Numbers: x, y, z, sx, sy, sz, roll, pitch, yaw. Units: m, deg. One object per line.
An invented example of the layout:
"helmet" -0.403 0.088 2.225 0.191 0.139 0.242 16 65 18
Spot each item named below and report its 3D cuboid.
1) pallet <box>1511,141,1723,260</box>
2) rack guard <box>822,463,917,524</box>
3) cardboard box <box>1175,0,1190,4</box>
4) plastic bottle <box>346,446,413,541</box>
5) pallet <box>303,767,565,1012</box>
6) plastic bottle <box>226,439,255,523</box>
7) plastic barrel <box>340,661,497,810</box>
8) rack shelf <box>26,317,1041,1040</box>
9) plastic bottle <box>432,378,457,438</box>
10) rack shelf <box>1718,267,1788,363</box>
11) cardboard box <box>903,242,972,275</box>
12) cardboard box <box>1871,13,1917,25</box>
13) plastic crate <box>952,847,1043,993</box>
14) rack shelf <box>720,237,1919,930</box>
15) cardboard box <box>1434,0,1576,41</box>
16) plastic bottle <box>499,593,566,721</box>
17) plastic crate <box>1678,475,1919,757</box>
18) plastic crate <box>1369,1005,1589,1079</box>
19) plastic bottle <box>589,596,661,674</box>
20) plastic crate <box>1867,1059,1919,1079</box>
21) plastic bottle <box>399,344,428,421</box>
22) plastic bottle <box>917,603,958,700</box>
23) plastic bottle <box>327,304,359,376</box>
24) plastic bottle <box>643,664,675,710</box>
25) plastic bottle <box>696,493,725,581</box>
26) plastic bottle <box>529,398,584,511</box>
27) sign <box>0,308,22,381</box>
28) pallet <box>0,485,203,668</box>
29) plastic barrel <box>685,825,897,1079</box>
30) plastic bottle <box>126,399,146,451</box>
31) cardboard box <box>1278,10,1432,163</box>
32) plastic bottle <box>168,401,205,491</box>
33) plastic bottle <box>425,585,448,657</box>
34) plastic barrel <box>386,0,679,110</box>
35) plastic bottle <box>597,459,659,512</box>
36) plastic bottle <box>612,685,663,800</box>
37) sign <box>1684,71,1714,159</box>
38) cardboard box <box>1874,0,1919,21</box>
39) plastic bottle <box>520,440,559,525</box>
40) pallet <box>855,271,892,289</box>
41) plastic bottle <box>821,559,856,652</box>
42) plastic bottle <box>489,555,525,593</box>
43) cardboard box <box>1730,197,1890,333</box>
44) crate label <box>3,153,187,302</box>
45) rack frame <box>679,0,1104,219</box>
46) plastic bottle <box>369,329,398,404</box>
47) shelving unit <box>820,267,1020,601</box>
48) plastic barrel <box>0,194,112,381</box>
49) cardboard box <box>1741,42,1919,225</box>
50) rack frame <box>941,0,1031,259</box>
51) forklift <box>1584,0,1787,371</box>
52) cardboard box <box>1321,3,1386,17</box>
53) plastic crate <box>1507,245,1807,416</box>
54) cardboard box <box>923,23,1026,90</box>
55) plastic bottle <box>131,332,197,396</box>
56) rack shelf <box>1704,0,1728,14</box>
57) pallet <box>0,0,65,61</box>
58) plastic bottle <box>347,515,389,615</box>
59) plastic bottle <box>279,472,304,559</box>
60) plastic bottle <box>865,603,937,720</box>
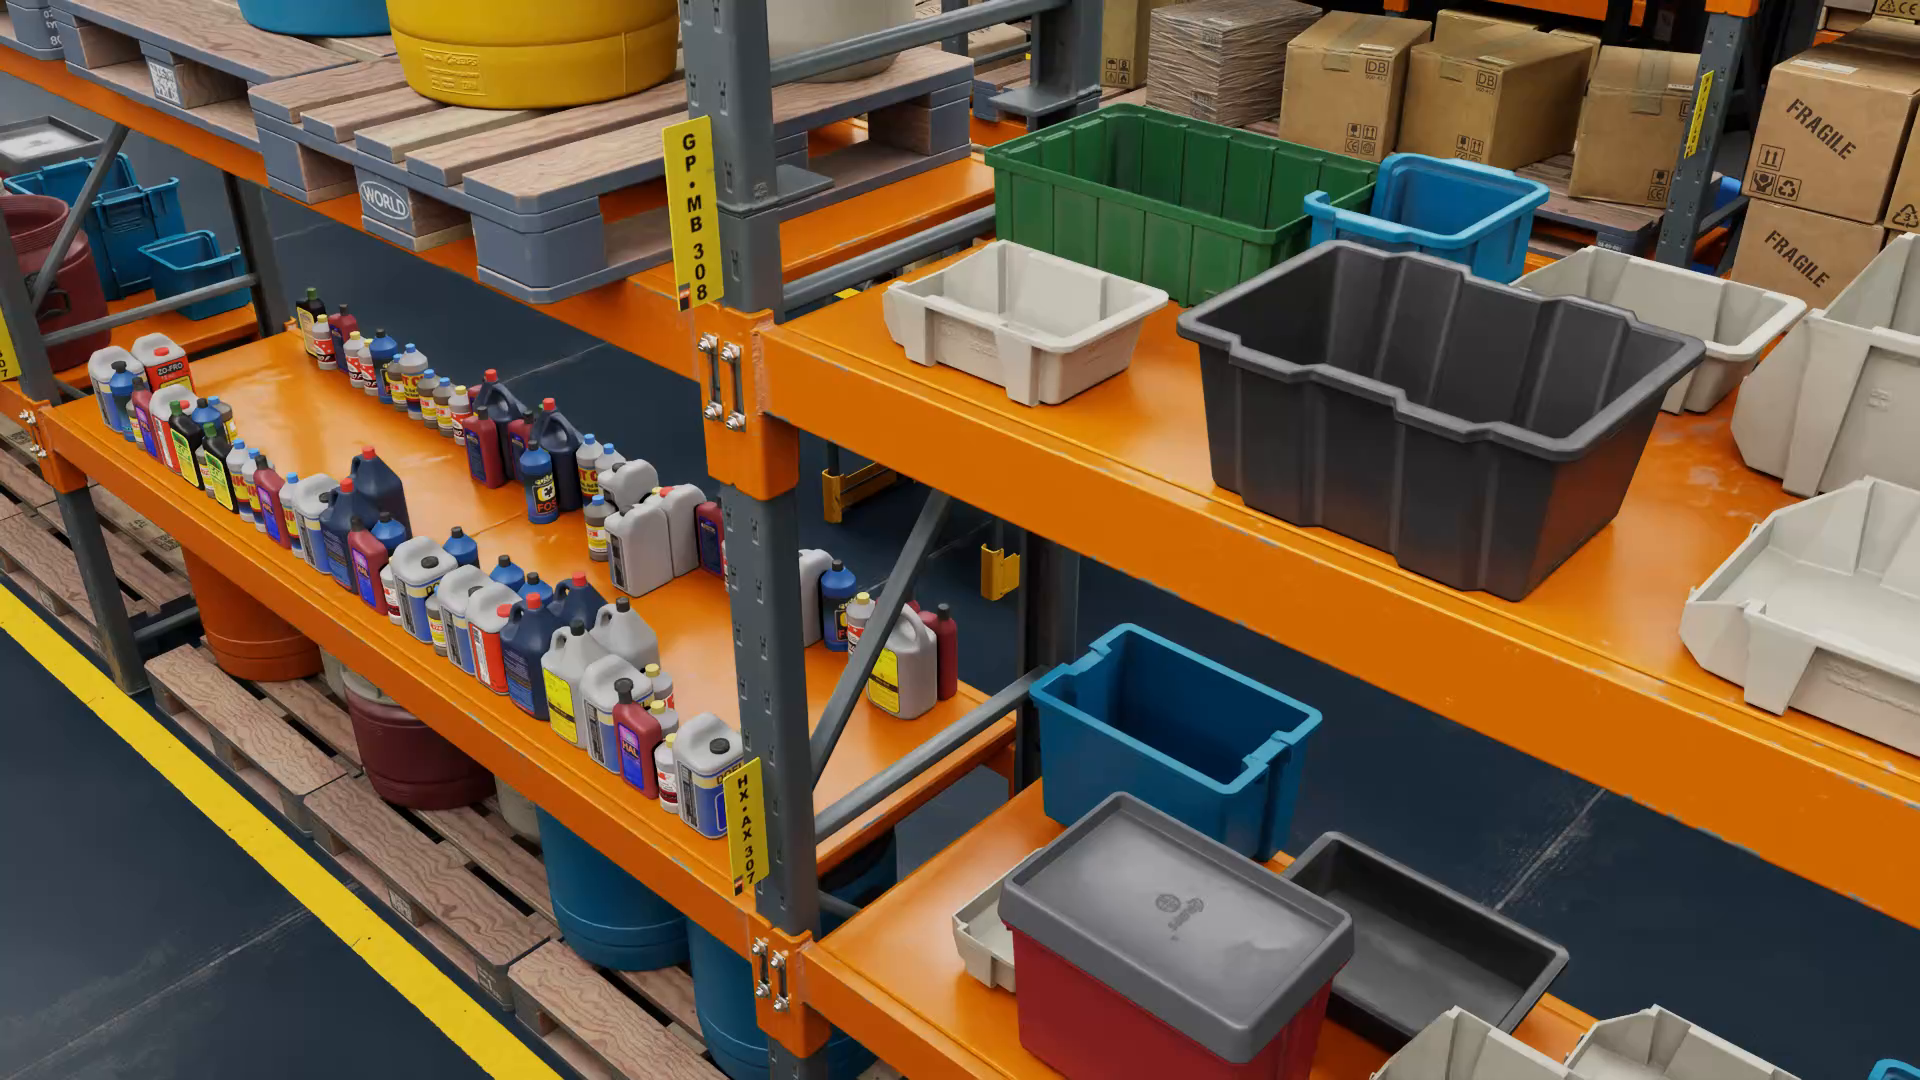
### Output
"pallet" 2.723 -1.605 7.694 1.213 0.211 1.003 25 39 35
"rack guard" -0.426 -0.306 8.016 0.087 0.250 0.587 25 39 35
"cardboard box" 1.957 -4.551 14.398 0.500 0.500 0.700 26 39 36
"plastic bottle" -1.800 -0.134 5.112 0.185 0.351 0.144 25 39 35
"pallet" -1.538 1.013 5.862 1.213 0.211 1.003 25 39 35
"plastic bottle" -2.266 -0.195 5.291 0.097 0.271 0.097 0 31 0
"plastic barrel" -1.839 0.546 5.865 0.708 0.588 0.600 25 39 35
"rack shelf" -1.568 0.140 5.307 4.000 0.370 1.077 25 39 35
"plastic bottle" -1.787 -0.470 5.814 0.097 0.201 0.097 0 31 0
"rack shelf" 4.725 -0.369 6.151 4.000 0.370 1.077 25 39 35
"cardboard box" -0.278 -1.844 10.164 0.500 0.250 0.500 26 40 36
"cardboard box" 5.919 -3.253 10.469 0.250 0.149 0.380 26 40 36
"plastic crate" 0.164 0.827 3.666 0.243 0.136 0.396 25 39 35
"rack shelf" 1.398 0.239 2.234 4.000 0.370 1.077 25 39 35
"cardboard box" 4.055 -3.603 12.504 0.750 0.750 0.750 24 39 34
"plastic bottle" -1.123 0.288 4.411 0.185 0.351 0.144 25 39 35
"plastic crate" 1.182 0.116 1.997 0.530 0.136 0.437 25 39 35
"plastic crate" 0.924 1.148 2.992 0.530 0.282 0.437 25 39 35
"plastic bottle" -0.889 0.297 4.396 0.185 0.351 0.144 25 39 35
"plastic crate" 1.720 1.183 2.980 0.300 0.233 0.416 25 39 35
"plastic bottle" -1.931 -0.567 5.908 0.097 0.271 0.097 0 31 0
"plastic bottle" -0.070 0.284 4.483 0.133 0.283 0.061 25 39 35
"plastic bottle" -2.293 -0.754 6.207 0.133 0.283 0.061 25 39 35
"plastic bottle" -0.795 0.416 4.344 0.097 0.201 0.097 0 31 0
"plastic bottle" -0.729 -0.024 4.994 0.133 0.283 0.061 25 39 35
"plastic bottle" -1.291 -0.286 5.364 0.185 0.351 0.144 25 39 35
"sign" -3.415 -0.718 5.875 0.005 0.325 0.100 25 39 35
"pallet" -3.599 0.051 7.460 1.213 0.211 1.003 25 39 35
"plastic barrel" -0.477 1.048 4.728 0.708 0.901 0.600 25 39 35
"plastic bottle" -2.807 -0.418 5.728 0.097 0.201 0.097 0 31 0
"cardboard box" 1.890 -2.180 7.958 0.500 0.500 0.700 15 34 23
"plastic bottle" -2.535 -0.313 5.475 0.133 0.283 0.061 25 39 35
"plastic bottle" -1.443 0.219 4.671 0.097 0.201 0.097 0 31 0
"plastic barrel" -0.898 -1.260 3.437 0.600 0.588 0.600 0 31 0
"plastic bottle" -1.031 -0.130 5.177 0.135 0.276 0.152 25 39 35
"plastic bottle" -0.796 0.498 4.127 0.133 0.283 0.061 25 39 35
"sign" 2.872 -1.652 6.462 0.005 0.325 0.100 25 39 35
"cardboard box" 6.052 -3.507 10.262 0.500 0.500 0.500 24 39 34
"plastic bottle" -1.340 -0.190 5.283 0.097 0.271 0.097 0 31 0
"pallet" -0.308 -1.859 10.633 1.213 0.211 1.003 25 39 35
"plastic bottle" -0.339 0.176 4.674 0.097 0.271 0.097 0 31 0
"plastic bottle" -1.269 0.165 4.693 0.097 0.271 0.097 0 31 0
"cardboard box" 3.437 -1.131 6.624 0.500 0.500 0.500 26 40 36
"crate label" -3.606 -1.323 7.005 0.616 0.435 0.502 25 39 35
"rack frame" -0.085 -2.046 2.424 0.127 3.000 1.000 25 39 35
"plastic bottle" -2.076 -0.634 6.020 0.097 0.271 0.097 0 31 0
"shelving unit" -0.057 -0.669 7.407 1.083 1.500 0.587 25 39 35
"plastic barrel" -3.598 -0.964 6.310 0.708 0.536 0.600 25 39 35
"cardboard box" 3.402 -1.570 6.382 0.500 0.500 0.500 26 40 36
"rack frame" 0.276 -2.753 9.415 0.127 3.000 1.000 25 39 35
"forklift" 3.922 -2.890 9.709 1.130 2.935 3.031 -17 35 -26
"cardboard box" 3.029 -3.996 13.476 0.500 0.500 0.700 26 39 36
"plastic crate" 1.114 -0.354 2.776 0.466 0.136 0.293 25 39 35
"cardboard box" 0.036 -2.858 9.675 0.500 0.311 0.500 -27 40 -37
"plastic bottle" -2.845 -0.592 5.946 0.135 0.276 0.152 25 39 35
"rack shelf" 1.759 -3.038 7.677 4.000 0.370 1.077 25 39 35
"pallet" -2.549 -1.763 5.044 1.213 0.211 1.003 25 39 35
"plastic bottle" -1.713 0.071 4.837 0.133 0.283 0.061 25 39 35
"plastic bottle" -2.023 -0.082 5.102 0.097 0.271 0.097 0 31 0
"plastic bottle" -0.158 0.285 4.416 0.185 0.351 0.144 25 39 35
